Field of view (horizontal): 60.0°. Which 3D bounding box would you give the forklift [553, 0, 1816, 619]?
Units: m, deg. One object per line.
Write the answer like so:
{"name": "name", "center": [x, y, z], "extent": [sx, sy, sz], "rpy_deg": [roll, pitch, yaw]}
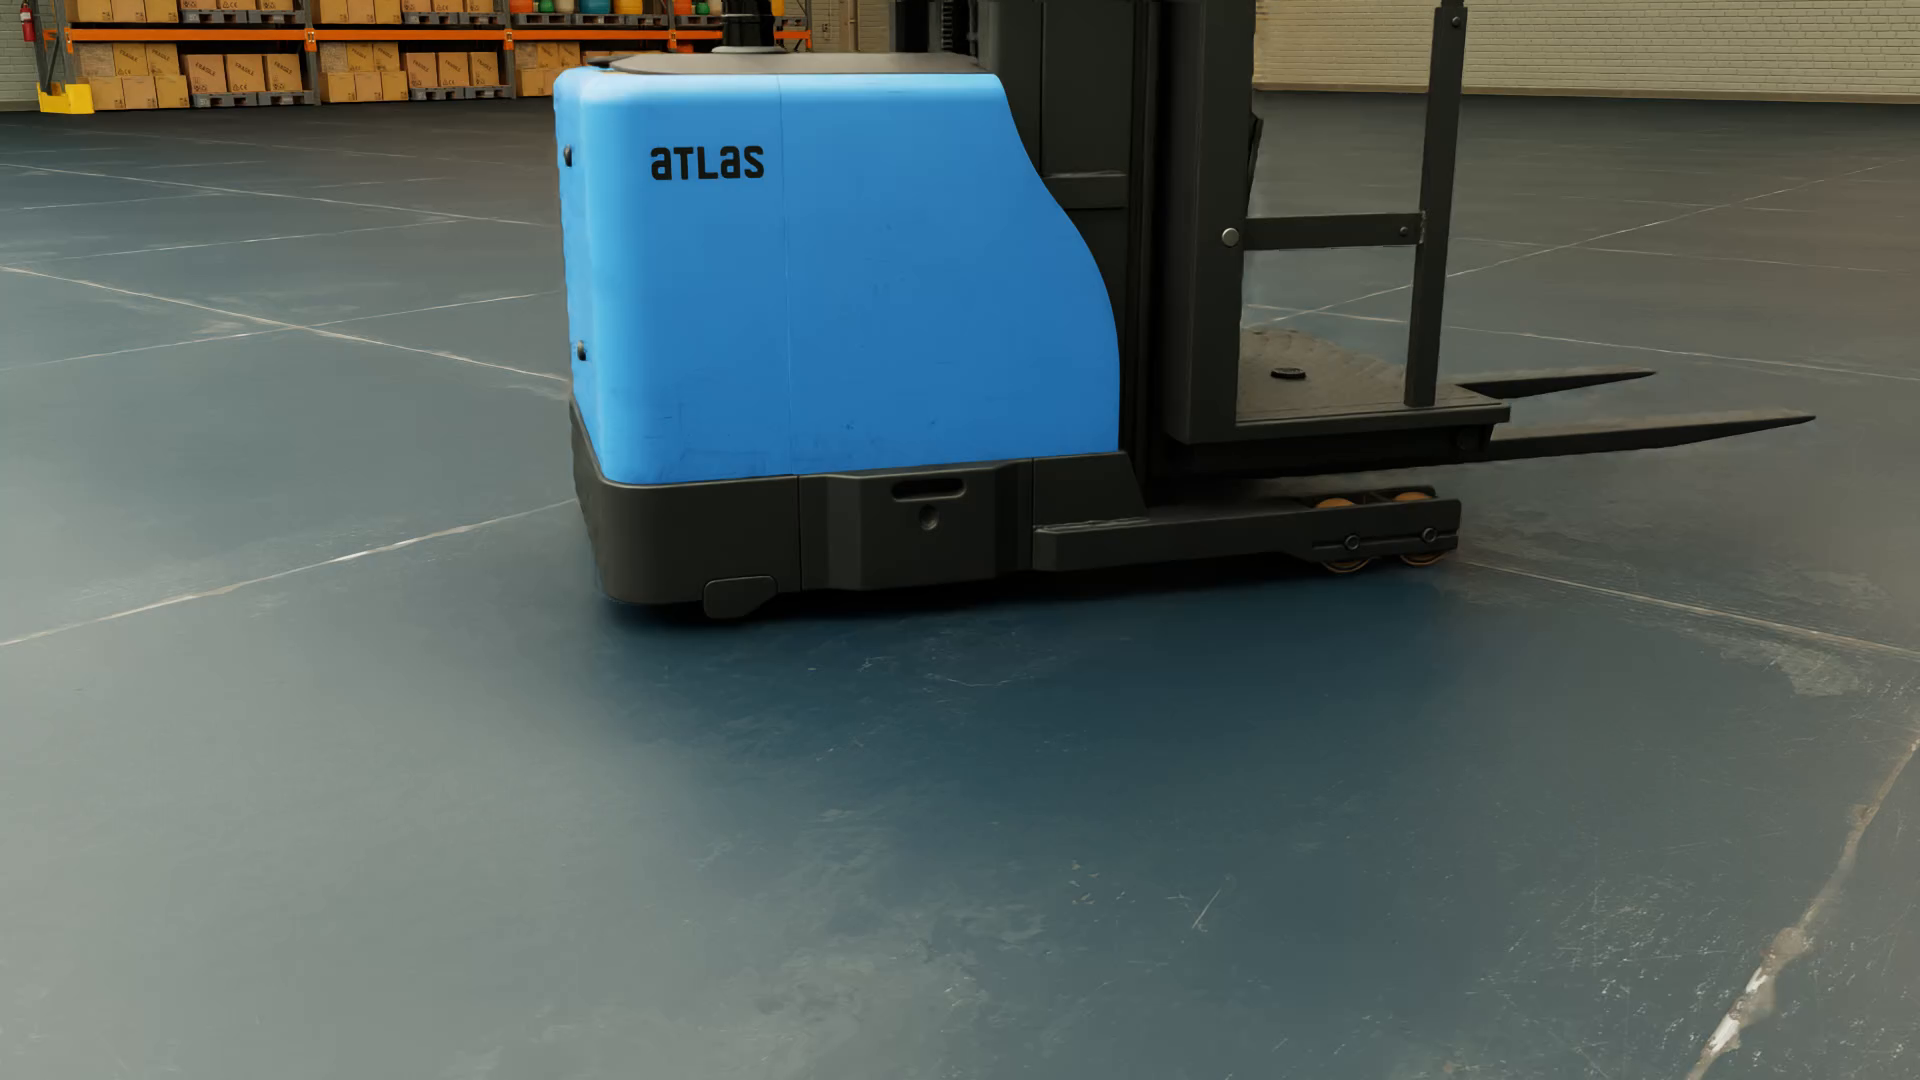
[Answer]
{"name": "forklift", "center": [0.620, -1.469, 3.736], "extent": [3.031, 2.935, 1.130], "rpy_deg": [-5, 18, -16]}
